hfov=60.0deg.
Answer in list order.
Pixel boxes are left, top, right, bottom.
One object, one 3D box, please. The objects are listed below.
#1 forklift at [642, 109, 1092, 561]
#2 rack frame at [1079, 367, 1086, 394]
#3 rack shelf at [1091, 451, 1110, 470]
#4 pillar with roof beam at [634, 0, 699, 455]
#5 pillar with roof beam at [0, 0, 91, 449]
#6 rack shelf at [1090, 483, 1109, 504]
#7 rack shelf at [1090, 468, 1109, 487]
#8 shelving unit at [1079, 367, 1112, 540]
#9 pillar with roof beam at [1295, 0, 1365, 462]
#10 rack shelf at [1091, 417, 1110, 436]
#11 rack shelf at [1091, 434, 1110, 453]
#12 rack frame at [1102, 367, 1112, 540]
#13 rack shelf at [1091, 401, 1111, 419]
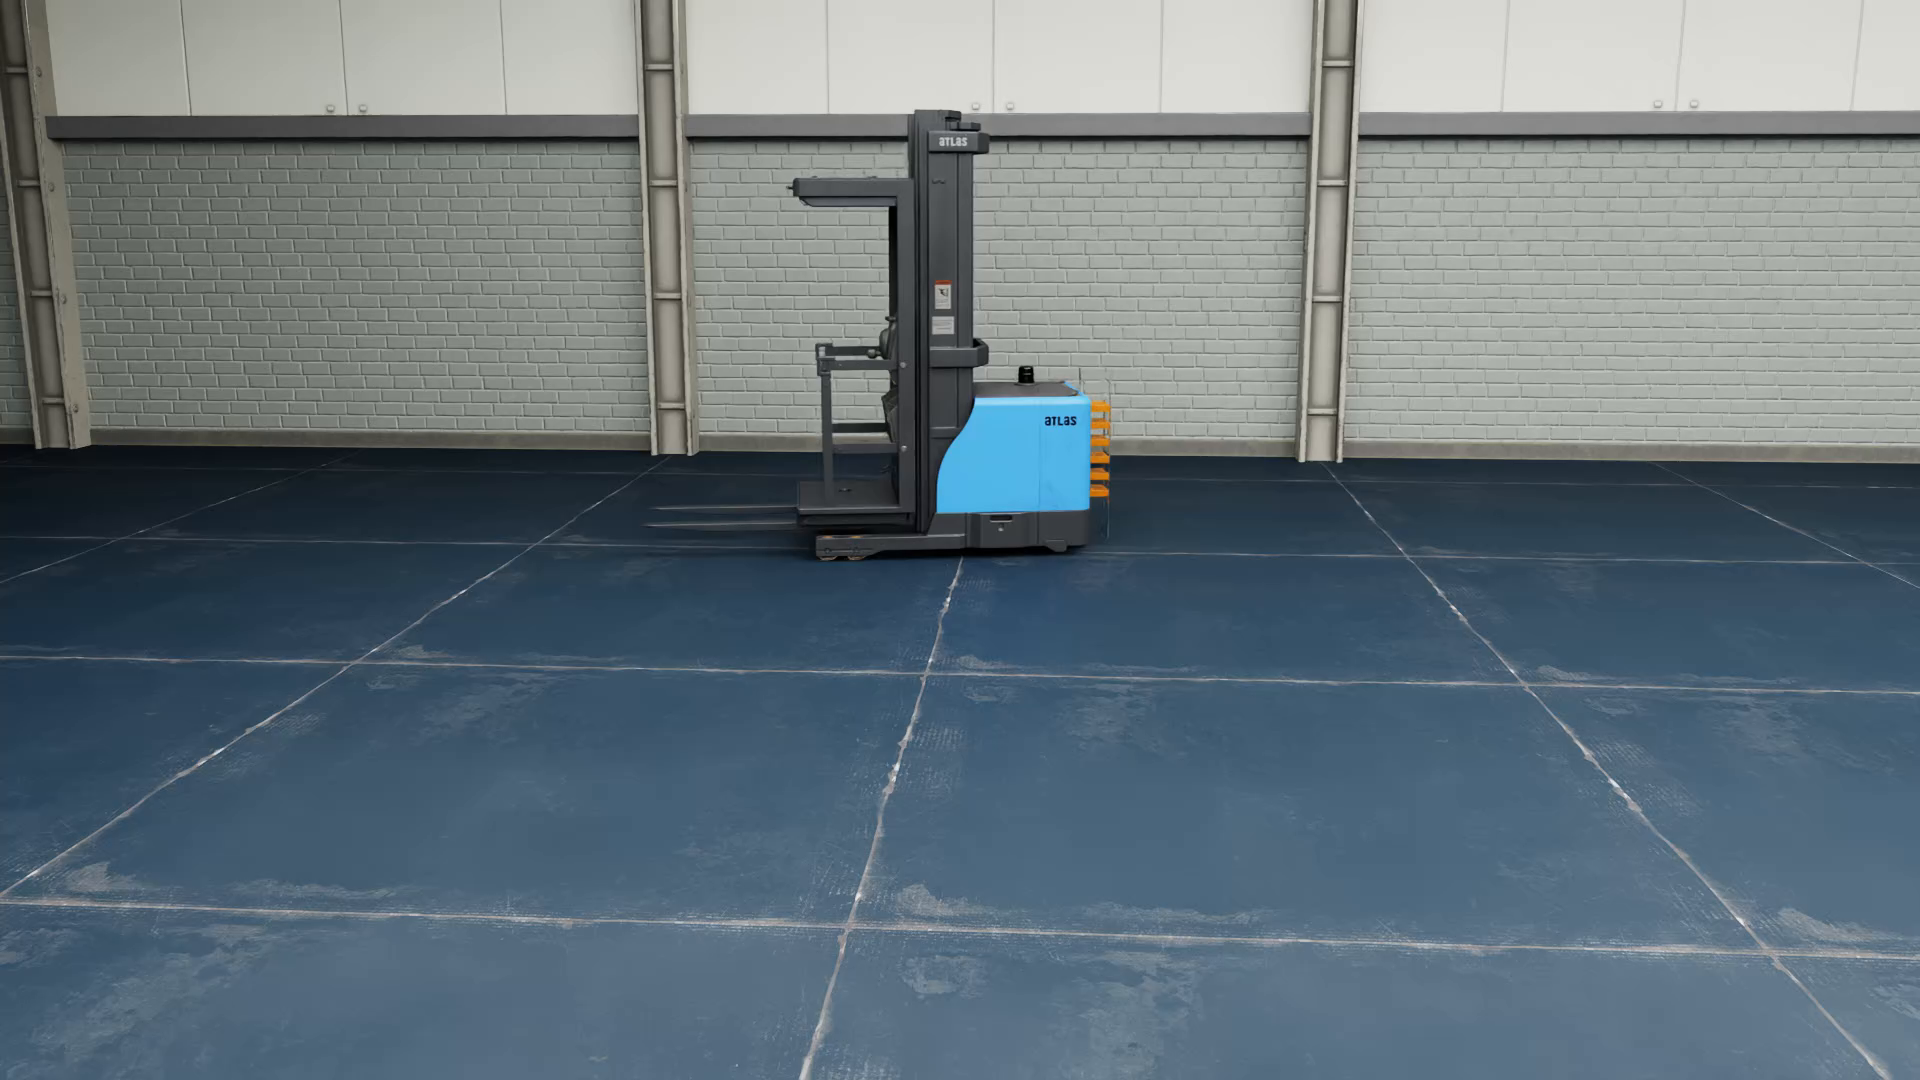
[{"bbox_3d":[-0.653,-1.407,11.337,3.031,2.935,1.130,-1,12,-5],"label":"forklift"},{"bbox_3d":[0.854,-0.605,11.730,0.006,1.200,0.240,-1,12,-5],"label":"rack frame"},{"bbox_3d":[0.945,-0.563,11.747,0.180,0.103,0.258,-1,12,-5],"label":"rack shelf"},{"bbox_3d":[-2.974,-4.350,10.584,0.400,9.000,9.100,1,12,4],"label":"pillar with roof beam"},{"bbox_3d":[-8.960,-4.432,10.976,0.400,9.000,9.100,1,12,4],"label":"pillar with roof beam"},{"bbox_3d":[0.945,-0.328,11.796,0.180,0.103,0.258,-1,12,-5],"label":"rack shelf"},{"bbox_3d":[0.945,-0.446,11.772,0.180,0.103,0.258,-1,12,-5],"label":"rack shelf"},{"bbox_3d":[0.945,-0.607,11.738,0.189,1.200,0.258,-1,12,-5],"label":"shelving unit"},{"bbox_3d":[3.013,-4.268,10.191,0.400,9.000,9.100,1,12,4],"label":"pillar with roof beam"},{"bbox_3d":[0.945,-0.798,11.698,0.180,0.103,0.258,-1,12,-5],"label":"rack shelf"},{"bbox_3d":[0.945,-0.681,11.723,0.180,0.103,0.258,-1,12,-5],"label":"rack shelf"},{"bbox_3d":[1.036,-0.608,11.746,0.006,1.200,0.240,-1,12,-5],"label":"rack frame"},{"bbox_3d":[0.945,-0.916,11.673,0.180,0.103,0.258,-1,12,-5],"label":"rack shelf"}]
